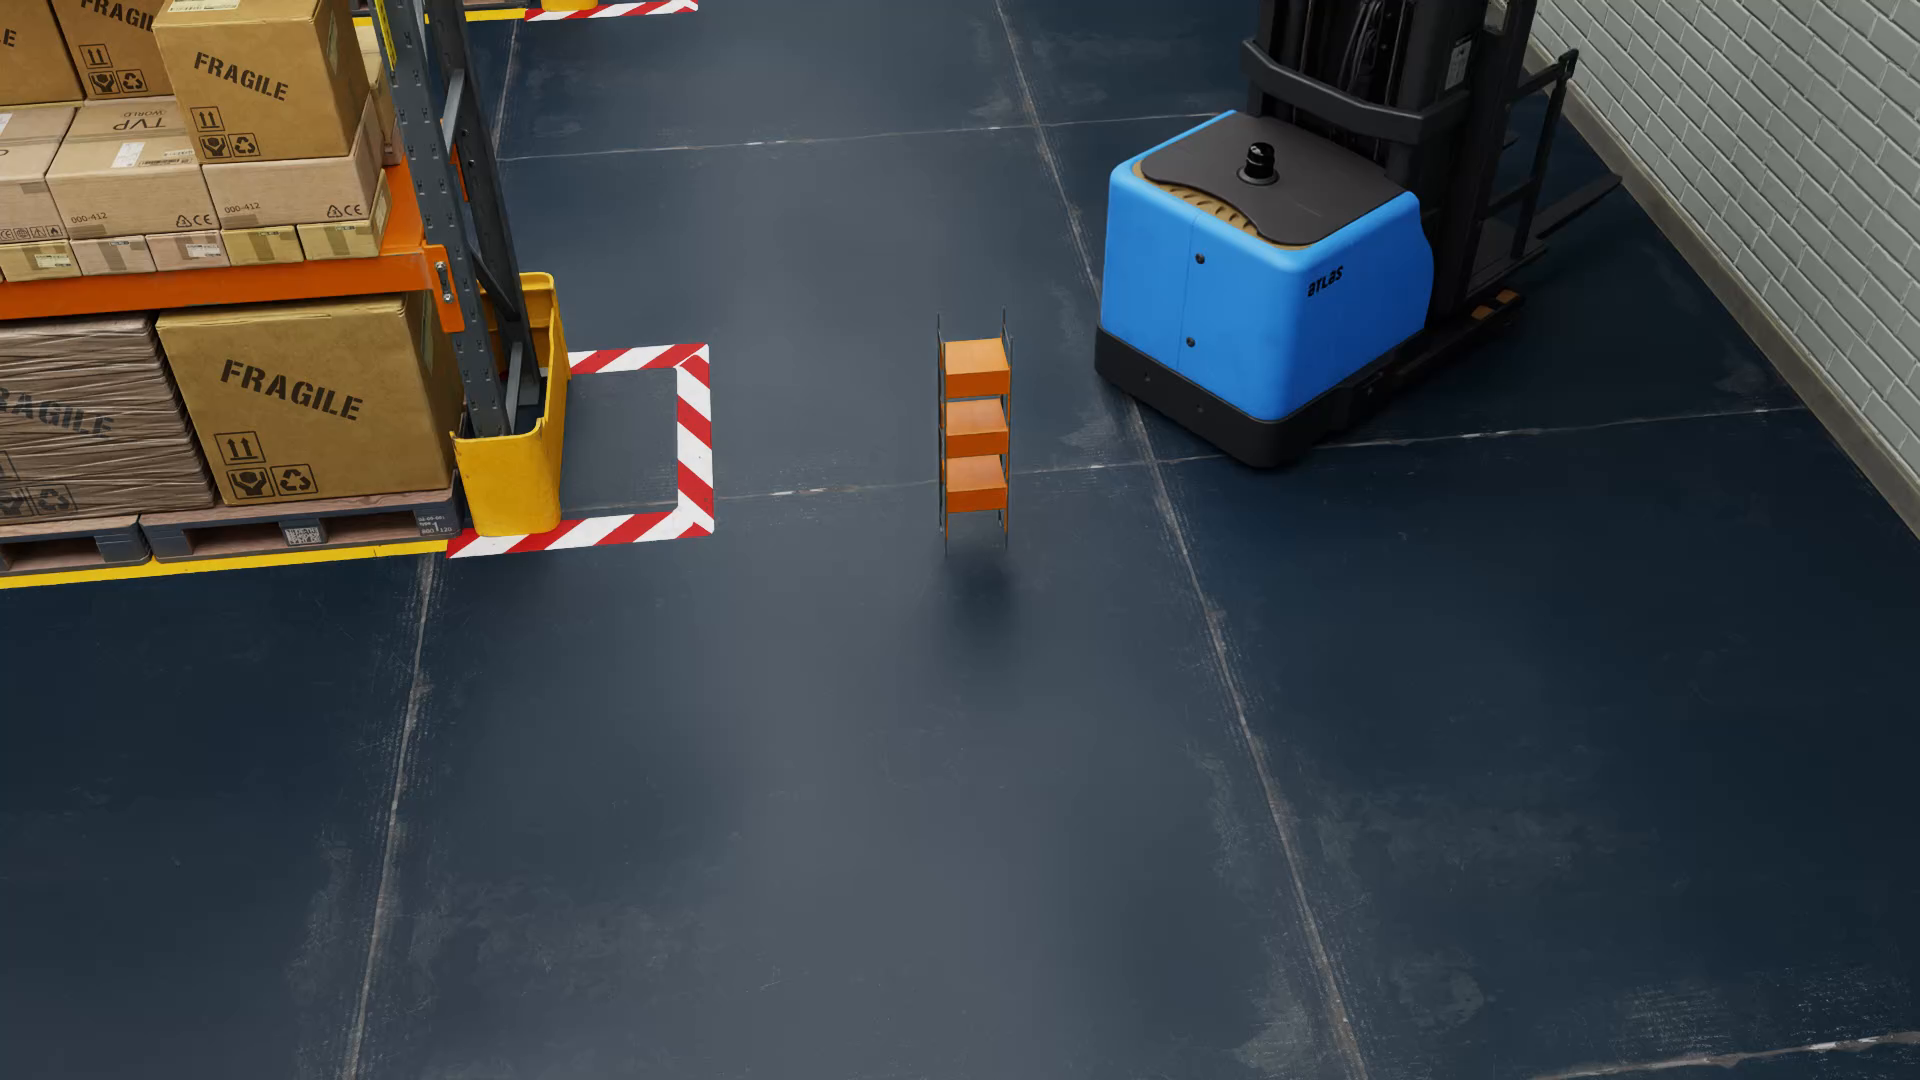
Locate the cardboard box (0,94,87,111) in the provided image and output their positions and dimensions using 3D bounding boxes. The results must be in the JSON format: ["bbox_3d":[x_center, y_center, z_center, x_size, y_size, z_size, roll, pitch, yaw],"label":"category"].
[{"bbox_3d":[-3.429,-1.621,6.198,0.500,0.250,0.500,-6,42,-7],"label":"cardboard box"}]

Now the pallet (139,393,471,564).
[{"bbox_3d":[-2.688,-0.363,6.995,1.213,0.211,1.003,-5,42,-6],"label":"pallet"}]

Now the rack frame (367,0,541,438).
[{"bbox_3d":[-1.905,-1.520,6.195,0.127,3.000,1.000,-5,42,-6],"label":"rack frame"}]

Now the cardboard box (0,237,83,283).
[{"bbox_3d":[-3.228,-1.087,5.903,0.250,0.149,0.380,-6,42,-6],"label":"cardboard box"}]

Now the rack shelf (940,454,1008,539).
[{"bbox_3d":[0.053,-0.180,6.597,0.240,0.259,0.215,-5,42,-6],"label":"rack shelf"}]

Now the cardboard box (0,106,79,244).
[{"bbox_3d":[-3.359,-1.268,5.806,0.500,0.250,0.500,-6,42,-7],"label":"cardboard box"}]

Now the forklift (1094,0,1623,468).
[{"bbox_3d":[2.033,-2.250,7.056,3.031,2.935,1.130,-31,51,-30],"label":"forklift"}]

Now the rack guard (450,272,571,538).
[{"bbox_3d":[-1.881,-0.594,7.035,0.348,0.500,1.175,-5,42,-6],"label":"rack guard"}]

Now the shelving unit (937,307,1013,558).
[{"bbox_3d":[0.053,-0.394,6.404,0.252,1.050,0.215,-5,42,-6],"label":"shelving unit"}]

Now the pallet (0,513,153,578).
[{"bbox_3d":[-3.895,-0.259,6.880,1.213,0.211,1.003,-5,42,-6],"label":"pallet"}]

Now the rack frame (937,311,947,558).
[{"bbox_3d":[-0.068,-0.384,6.392,0.008,1.050,0.200,-5,42,-6],"label":"rack frame"}]

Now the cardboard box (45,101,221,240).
[{"bbox_3d":[-2.854,-1.313,5.856,0.500,0.250,0.500,-6,42,-6],"label":"cardboard box"}]

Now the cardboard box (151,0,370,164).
[{"bbox_3d":[-2.354,-1.636,5.654,0.500,0.500,0.500,-5,42,-5],"label":"cardboard box"}]

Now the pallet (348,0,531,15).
[{"bbox_3d":[-3.370,-3.728,10.725,1.213,0.211,1.003,-5,42,-6],"label":"pallet"}]

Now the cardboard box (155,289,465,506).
[{"bbox_3d":[-2.529,-0.778,6.646,0.875,0.875,0.875,-5,42,-6],"label":"cardboard box"}]

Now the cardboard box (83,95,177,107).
[{"bbox_3d":[-2.930,-1.663,6.244,0.500,0.250,0.500,-5,42,-6],"label":"cardboard box"}]

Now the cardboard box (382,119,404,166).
[{"bbox_3d":[-2.300,-1.615,6.488,0.250,0.149,0.380,-5,42,-5],"label":"cardboard box"}]

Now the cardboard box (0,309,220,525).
[{"bbox_3d":[-3.431,-0.699,6.558,0.875,0.875,0.875,-5,42,-6],"label":"cardboard box"}]

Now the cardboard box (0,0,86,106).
[{"bbox_3d":[-3.425,-1.898,5.945,0.500,0.500,0.500,-6,42,-7],"label":"cardboard box"}]

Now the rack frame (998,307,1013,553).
[{"bbox_3d":[0.174,-0.405,6.415,0.008,1.050,0.200,-5,42,-6],"label":"rack frame"}]

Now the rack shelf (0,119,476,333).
[{"bbox_3d":[-3.888,-1.079,6.244,4.000,0.370,1.077,-5,42,-6],"label":"rack shelf"}]

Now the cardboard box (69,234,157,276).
[{"bbox_3d":[-2.971,-1.111,5.930,0.250,0.149,0.380,-4,42,-5],"label":"cardboard box"}]

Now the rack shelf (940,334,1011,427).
[{"bbox_3d":[0.053,-0.597,6.221,0.240,0.259,0.215,-5,42,-6],"label":"rack shelf"}]

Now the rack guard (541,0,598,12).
[{"bbox_3d":[-2.525,-3.892,10.691,0.348,0.500,1.175,-5,42,-6],"label":"rack guard"}]

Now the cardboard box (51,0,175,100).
[{"bbox_3d":[-2.912,-1.947,5.999,0.500,0.500,0.500,-6,42,-7],"label":"cardboard box"}]

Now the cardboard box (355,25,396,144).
[{"bbox_3d":[-2.416,-1.712,6.299,0.500,0.250,0.500,-6,42,-7],"label":"cardboard box"}]

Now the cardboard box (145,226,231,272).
[{"bbox_3d":[-2.723,-1.132,5.953,0.250,0.149,0.380,-5,42,-5],"label":"cardboard box"}]

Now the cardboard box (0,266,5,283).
[{"bbox_3d":[-3.485,-1.064,5.878,0.250,0.149,0.380,-5,42,-5],"label":"cardboard box"}]

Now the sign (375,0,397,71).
[{"bbox_3d":[-1.848,-1.676,5.327,0.005,0.325,0.100,-5,42,-6],"label":"sign"}]

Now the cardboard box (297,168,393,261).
[{"bbox_3d":[-2.215,-1.177,6.003,0.250,0.149,0.380,-4,42,-5],"label":"cardboard box"}]

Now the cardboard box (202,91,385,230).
[{"bbox_3d":[-2.351,-1.356,5.904,0.500,0.250,0.500,-6,42,-6],"label":"cardboard box"}]

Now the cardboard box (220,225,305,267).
[{"bbox_3d":[-2.473,-1.153,5.977,0.250,0.149,0.380,-5,42,-5],"label":"cardboard box"}]

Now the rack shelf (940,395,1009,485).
[{"bbox_3d":[0.053,-0.387,6.411,0.240,0.259,0.215,-5,42,-6],"label":"rack shelf"}]
